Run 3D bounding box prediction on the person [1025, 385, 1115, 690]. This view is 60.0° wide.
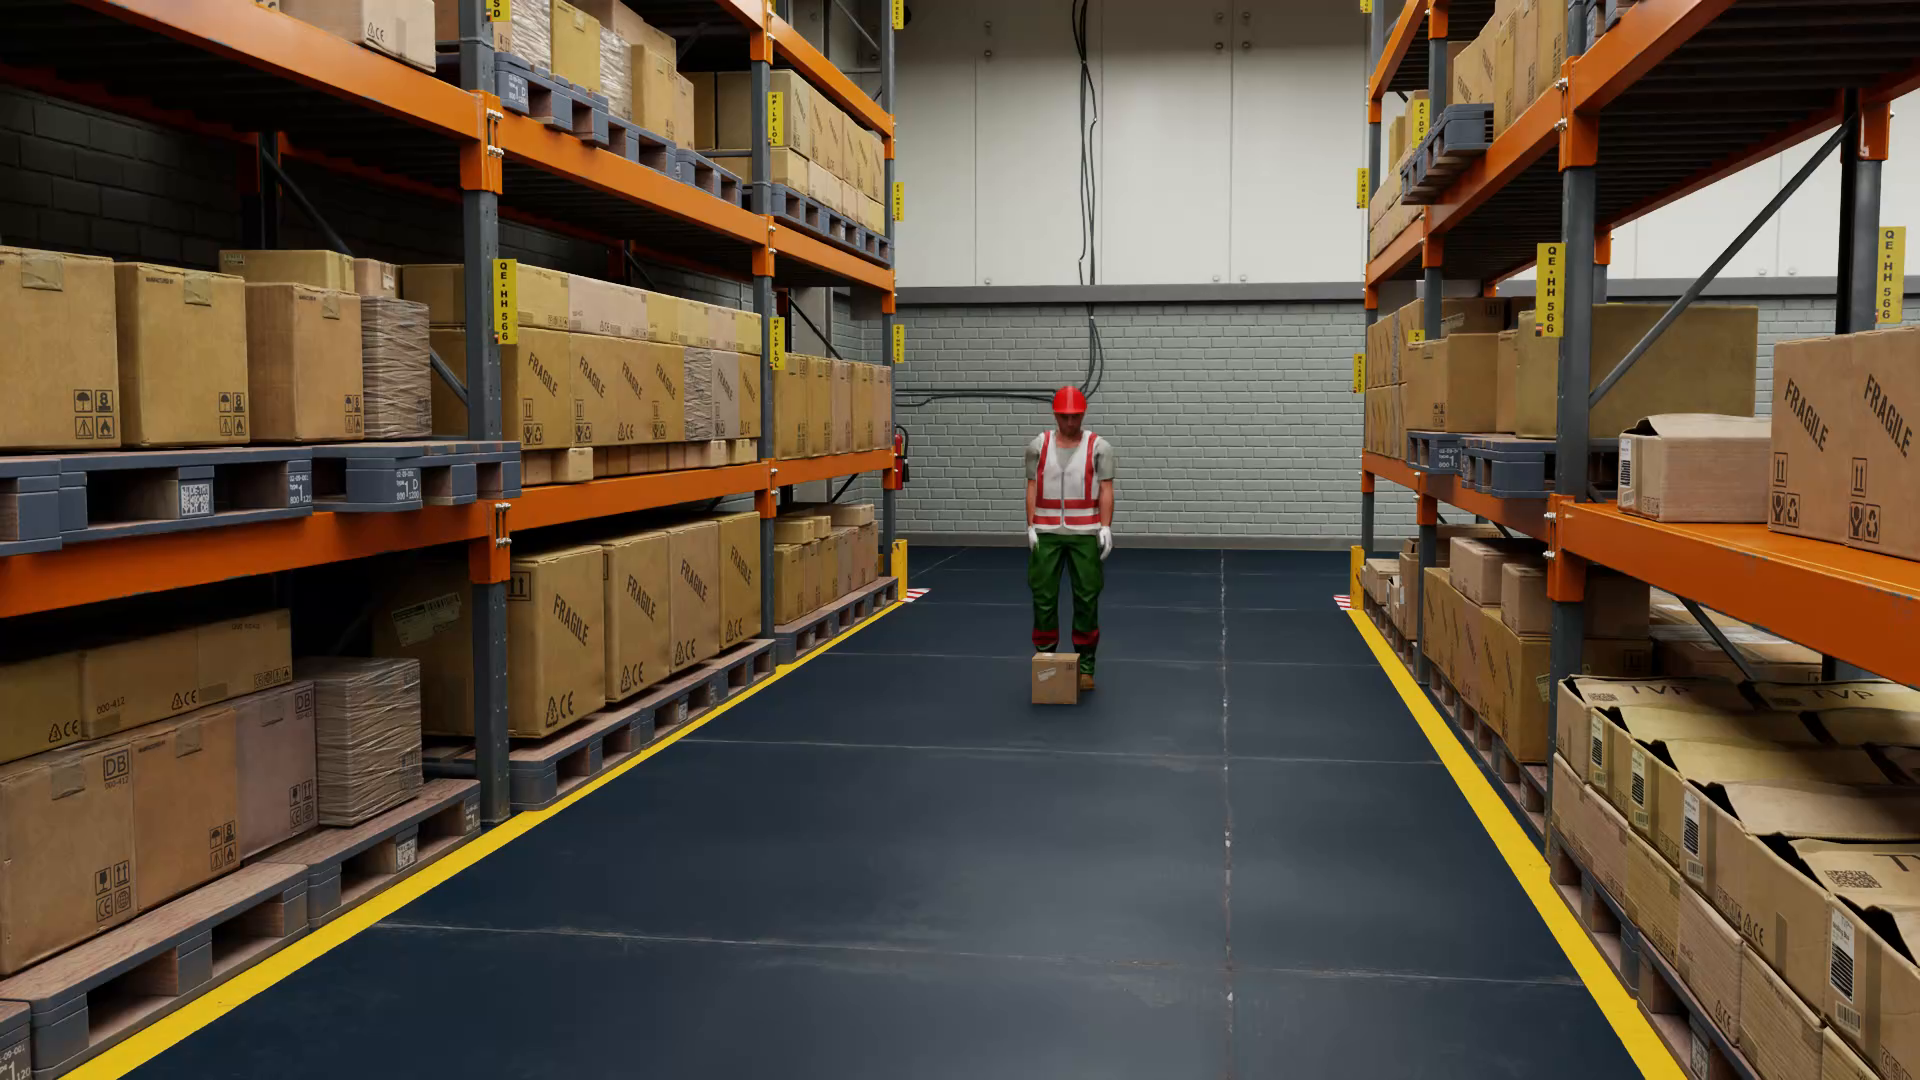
[{"bbox_3d":[0.637,-0.015,9.736,0.530,1.776,0.371,1,4,10],"label":"person"}]
